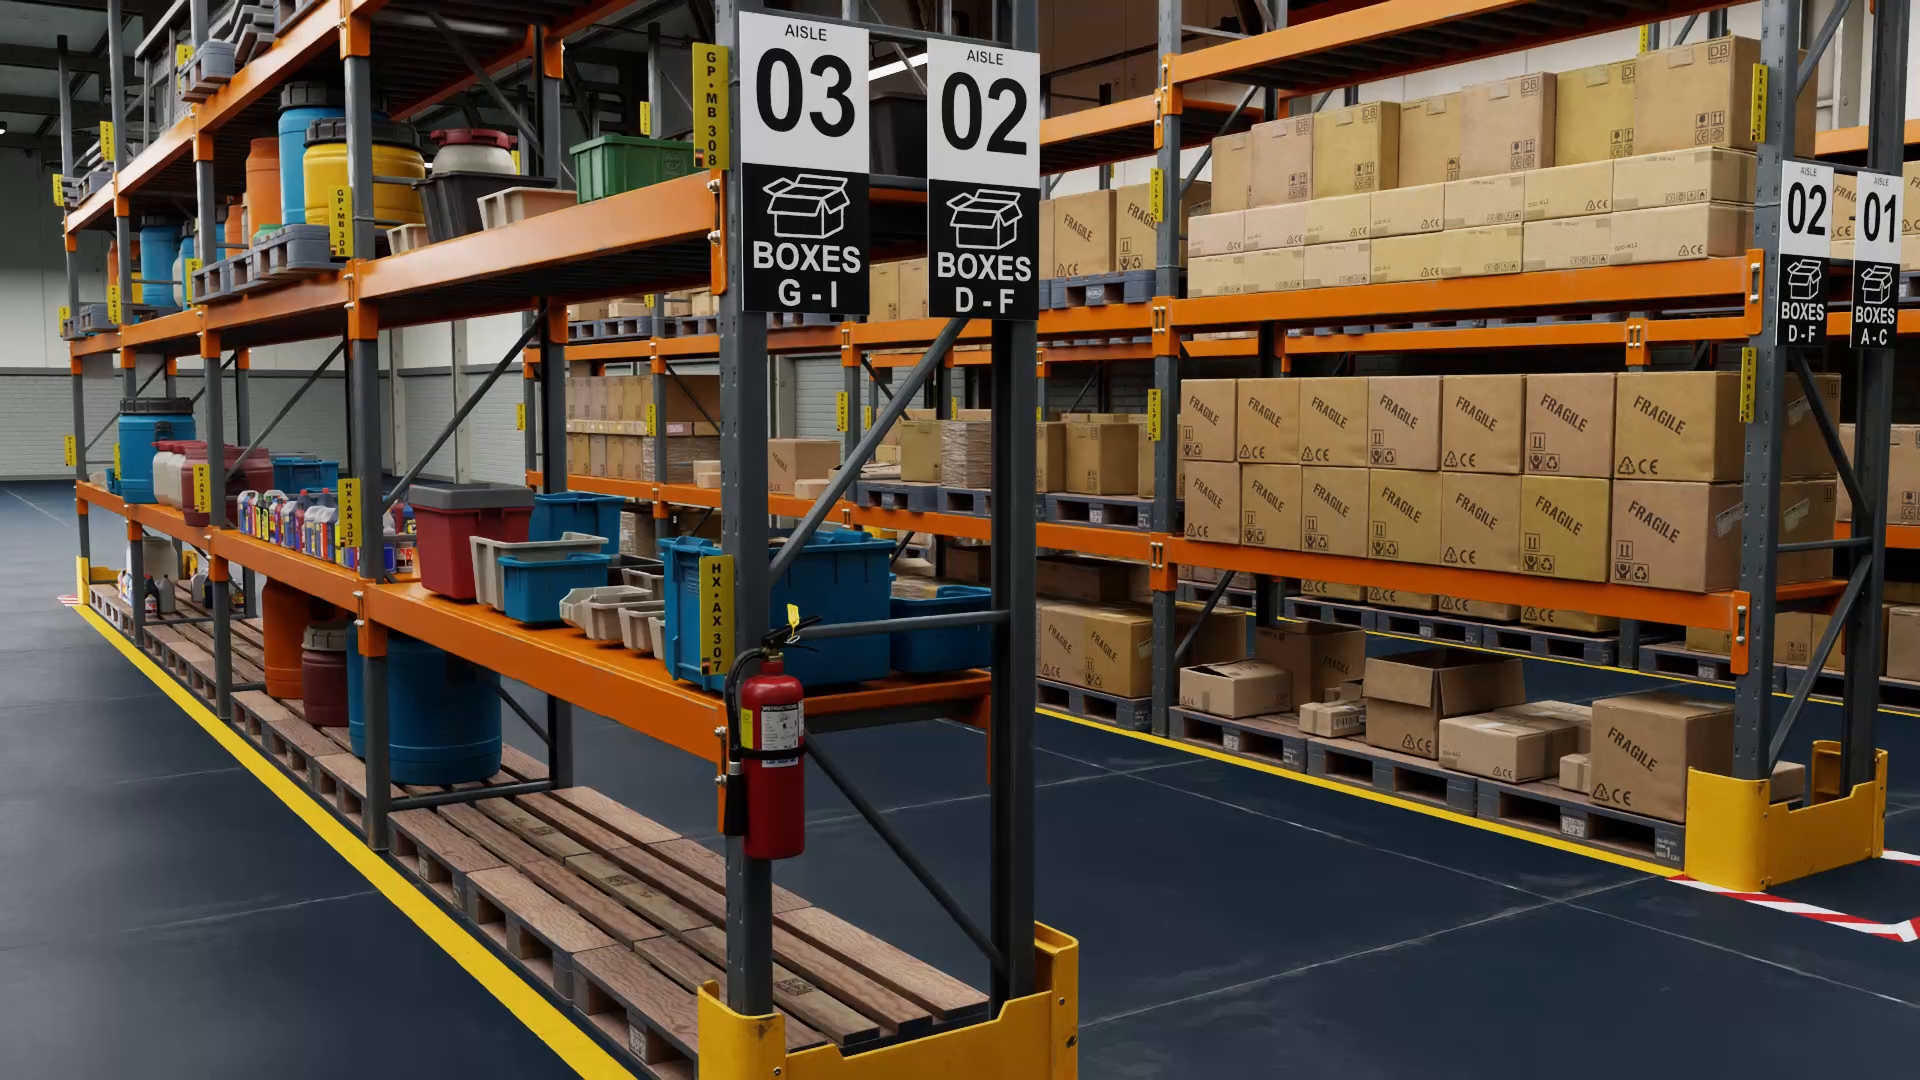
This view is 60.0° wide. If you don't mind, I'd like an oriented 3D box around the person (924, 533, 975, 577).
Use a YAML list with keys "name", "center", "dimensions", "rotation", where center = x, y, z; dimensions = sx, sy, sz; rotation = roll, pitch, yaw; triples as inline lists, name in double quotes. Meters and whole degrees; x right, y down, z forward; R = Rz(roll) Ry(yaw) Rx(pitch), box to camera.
- name: "person"
  center: [-0.151, -0.056, 16.513]
  dimensions: [0.635, 1.698, 0.365]
  rotation: [-1, 5, -16]
